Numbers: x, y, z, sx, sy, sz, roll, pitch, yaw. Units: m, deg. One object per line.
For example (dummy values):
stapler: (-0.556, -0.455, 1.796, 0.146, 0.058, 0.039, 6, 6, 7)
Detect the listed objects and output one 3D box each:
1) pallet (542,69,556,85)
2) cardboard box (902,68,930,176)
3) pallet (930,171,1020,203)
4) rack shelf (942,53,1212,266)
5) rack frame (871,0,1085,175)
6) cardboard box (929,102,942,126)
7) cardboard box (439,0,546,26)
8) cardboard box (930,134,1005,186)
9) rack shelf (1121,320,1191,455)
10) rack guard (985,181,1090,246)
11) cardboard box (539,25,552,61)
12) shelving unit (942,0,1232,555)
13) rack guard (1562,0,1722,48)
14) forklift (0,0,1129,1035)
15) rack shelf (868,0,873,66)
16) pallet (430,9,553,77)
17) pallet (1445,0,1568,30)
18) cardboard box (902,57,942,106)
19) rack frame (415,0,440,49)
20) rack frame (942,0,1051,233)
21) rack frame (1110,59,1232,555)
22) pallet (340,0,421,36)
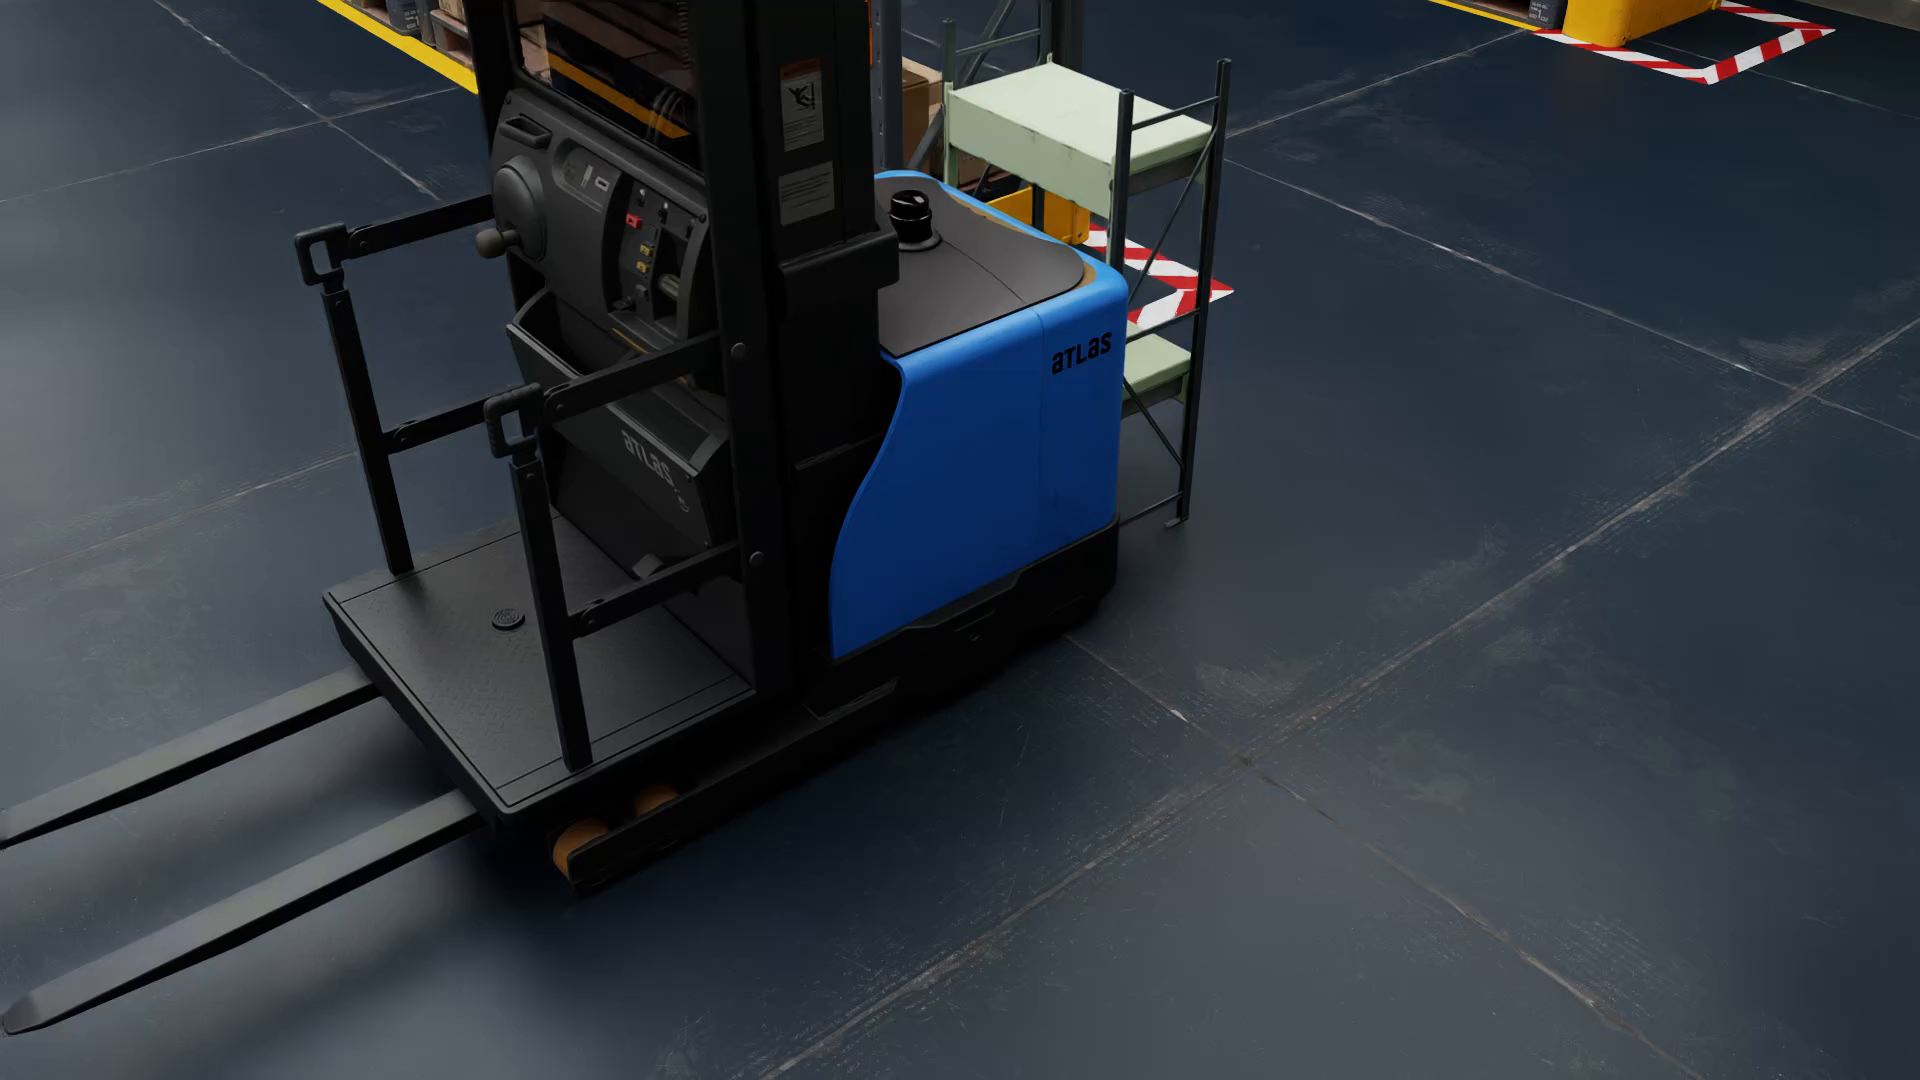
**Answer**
pallet: (-1.280, -2.119, 8.059, 1.003, 0.211, 1.213, -26, 43, -32)
cardboard box: (-0.472, -1.641, 6.754, 0.500, 0.500, 0.500, -26, 43, -32)
pallet: (-0.497, -1.580, 7.299, 1.003, 0.211, 1.213, -26, 43, -32)
rack shelf: (0.340, -1.093, 4.821, 0.431, 0.370, 0.720, -25, 42, -31)
rack frame: (0.067, -2.333, 5.949, 1.000, 3.000, 0.127, -26, 43, -32)
cardboard box: (-0.102, -1.780, 7.239, 0.380, 0.166, 0.250, -26, 43, -32)
cardboard box: (-2.409, -2.916, 8.717, 0.500, 0.311, 0.500, -26, 43, -32)
cardboard box: (0.059, -1.663, 7.088, 0.380, 0.149, 0.250, -26, 43, -32)
rack shelf: (0.340, -0.509, 5.235, 0.431, 0.370, 0.720, -25, 42, -31)
rack guard: (0.018, -1.347, 6.719, 1.175, 0.500, 0.348, -26, 43, -32)
cardboard box: (-1.843, -2.479, 8.225, 0.380, 0.166, 0.250, -26, 43, -32)
shelving unit: (0.340, -0.775, 5.046, 0.431, 1.500, 0.755, -25, 42, -31)
rack guard: (3.864, -3.152, 9.268, 1.175, 0.500, 0.348, -26, 43, -32)
forklift: (-0.998, -0.697, 3.698, 3.031, 2.935, 1.130, -25, 42, -31)
rack shelf: (-1.224, -2.923, 7.404, 1.077, 0.370, 4.000, -26, 43, -32)
pallet: (-2.072, -2.658, 8.820, 1.003, 0.211, 1.213, -26, 43, -32)
pallet: (3.273, -3.368, 9.824, 1.003, 0.211, 1.213, -26, 43, -32)
cardboard box: (-0.390, -1.957, 7.417, 0.500, 0.250, 0.500, -26, 43, -32)
rack frame: (-2.514, -4.099, 8.443, 1.000, 3.000, 0.127, -26, 43, -32)
rack frame: (0.109, -0.939, 5.278, 0.400, 1.500, 0.023, -25, 42, -31)
rack frame: (0.571, -0.611, 4.815, 0.400, 1.500, 0.023, -25, 42, -31)
pallet: (-3.068, -3.306, 9.736, 1.003, 0.211, 1.213, -26, 43, -32)
